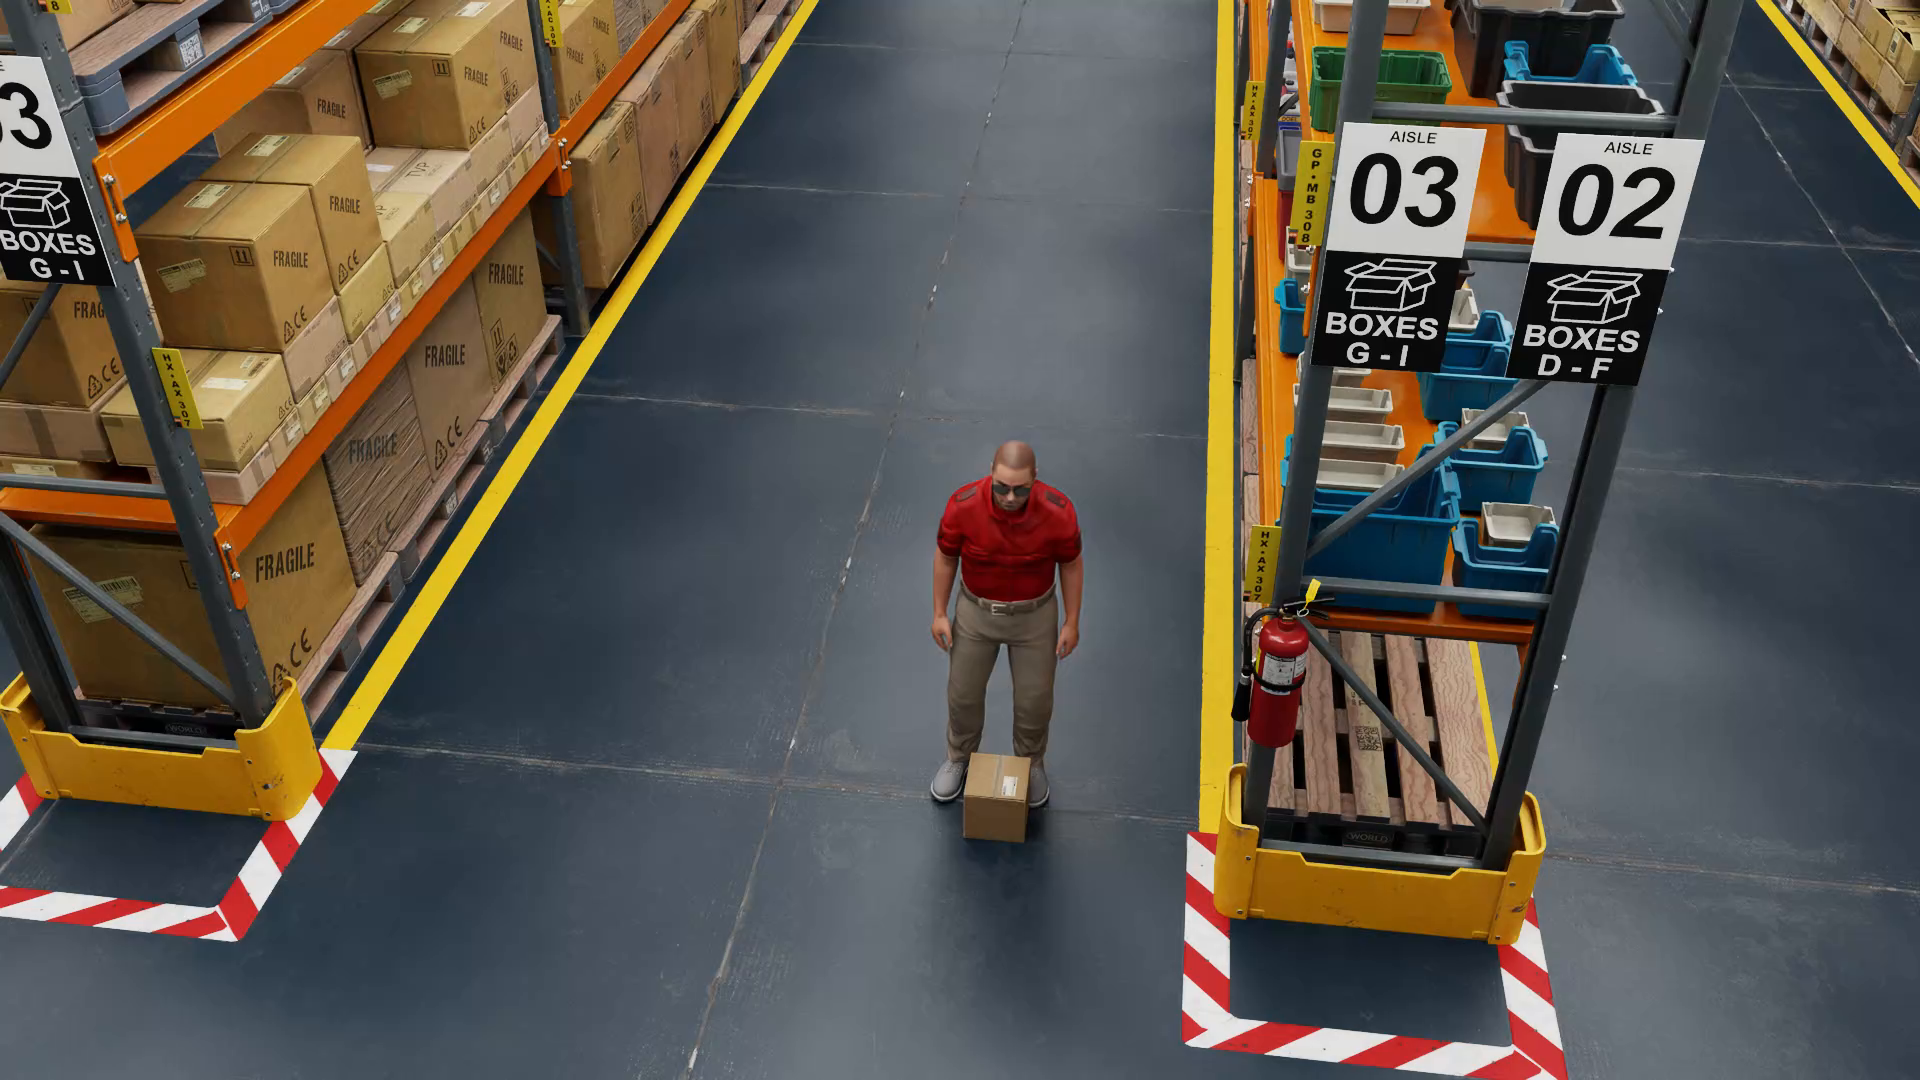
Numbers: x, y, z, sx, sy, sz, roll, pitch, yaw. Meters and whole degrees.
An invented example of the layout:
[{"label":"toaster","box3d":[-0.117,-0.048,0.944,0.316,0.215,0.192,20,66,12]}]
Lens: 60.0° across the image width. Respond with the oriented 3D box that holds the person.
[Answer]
[{"label":"person","box3d":[0.184,0.315,6.617,0.594,1.727,0.386,4,36,5]}]
